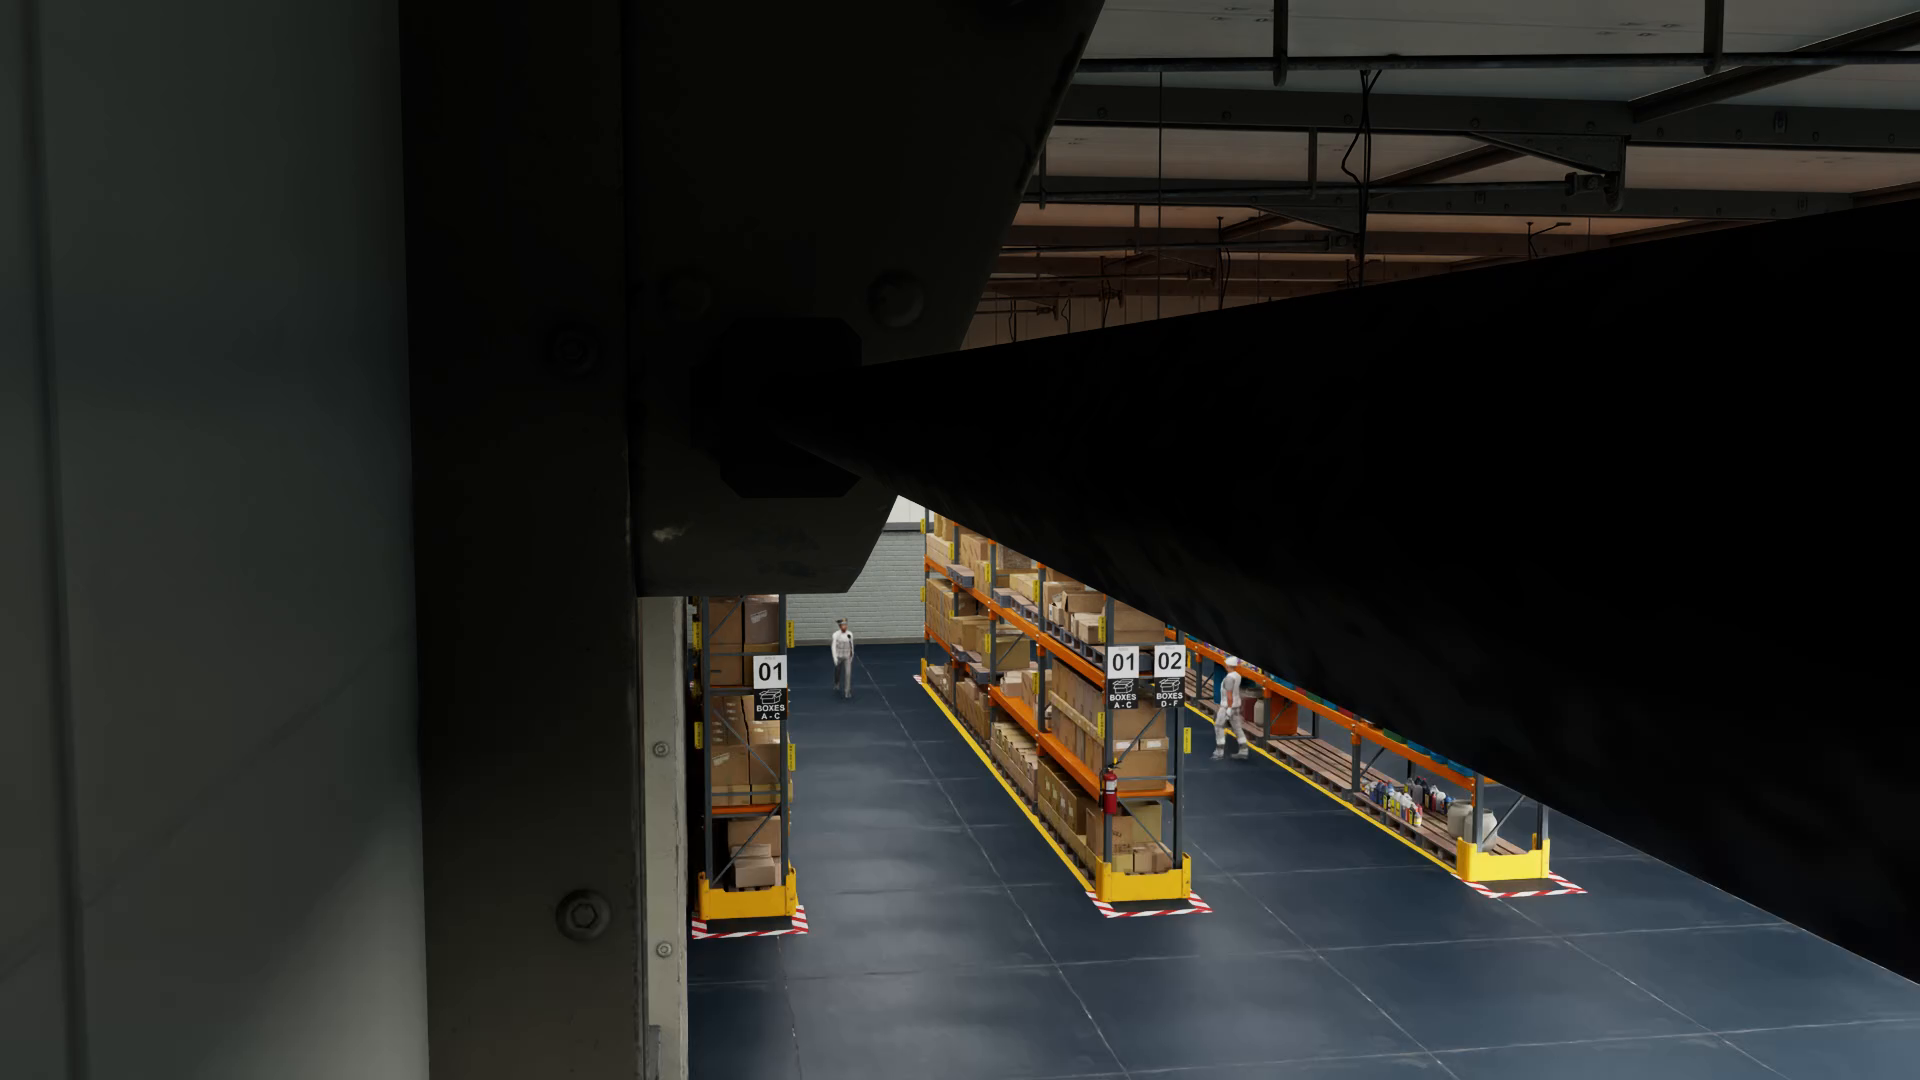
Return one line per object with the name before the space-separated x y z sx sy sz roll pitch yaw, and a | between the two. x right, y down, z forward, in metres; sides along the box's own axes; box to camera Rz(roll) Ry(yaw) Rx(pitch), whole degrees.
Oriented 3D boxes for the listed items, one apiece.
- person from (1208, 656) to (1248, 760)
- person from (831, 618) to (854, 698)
person | 4.703 2.929 28.828 0.627 1.822 0.607 4 6 37
person | -2.458 2.433 34.828 0.483 1.625 1.049 -1 5 -9
